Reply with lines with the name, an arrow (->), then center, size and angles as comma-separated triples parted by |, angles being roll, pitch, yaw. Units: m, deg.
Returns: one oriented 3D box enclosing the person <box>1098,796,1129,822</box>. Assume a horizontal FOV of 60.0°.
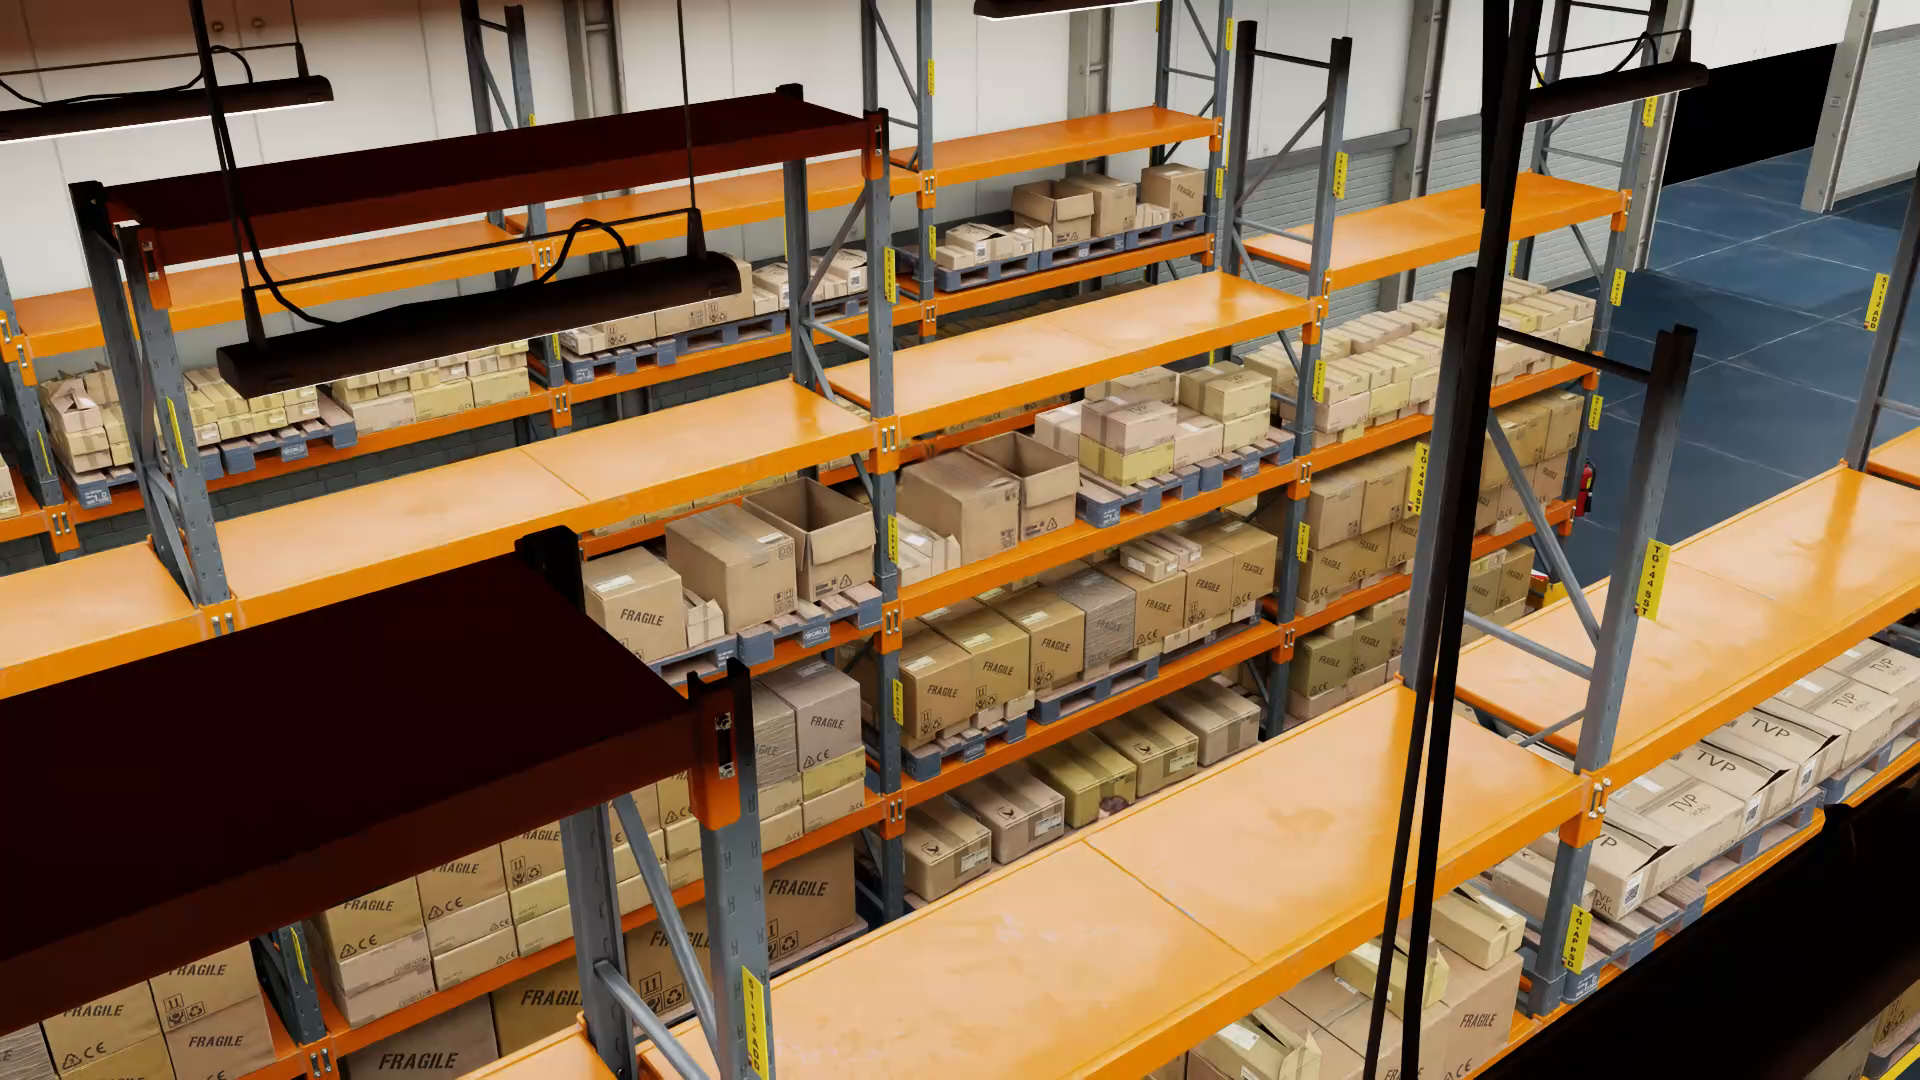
person -> 1.034, 2.383, 11.049 | 0.557, 1.574, 0.487 | -21, 33, -36
